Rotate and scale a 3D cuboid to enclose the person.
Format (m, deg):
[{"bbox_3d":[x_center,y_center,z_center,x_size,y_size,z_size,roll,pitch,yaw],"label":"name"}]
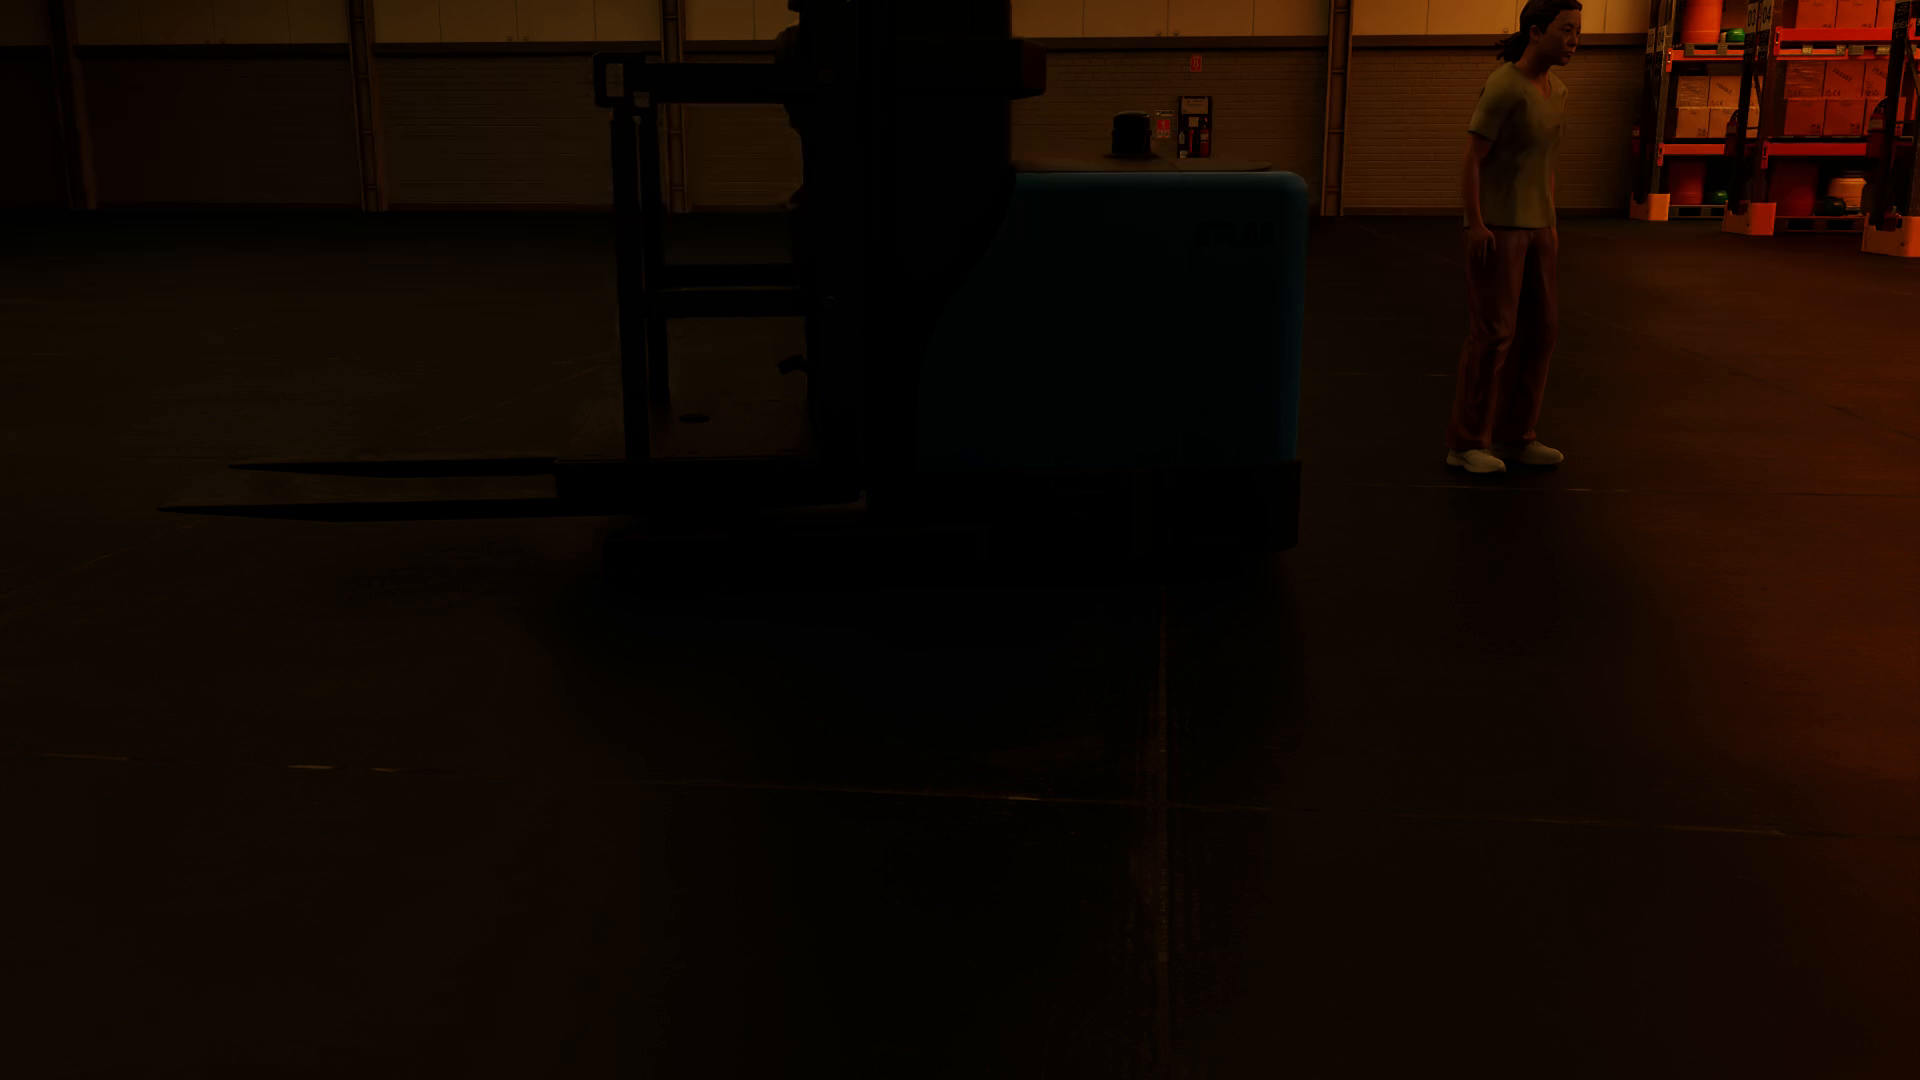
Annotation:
[{"bbox_3d":[1.994,-1.093,5.953,0.509,1.671,0.359,-9,16,-35],"label":"person"}]

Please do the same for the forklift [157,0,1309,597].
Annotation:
[{"bbox_3d":[-0.623,-1.407,4.528,3.031,2.935,1.130,-2,13,-7],"label":"forklift"}]
